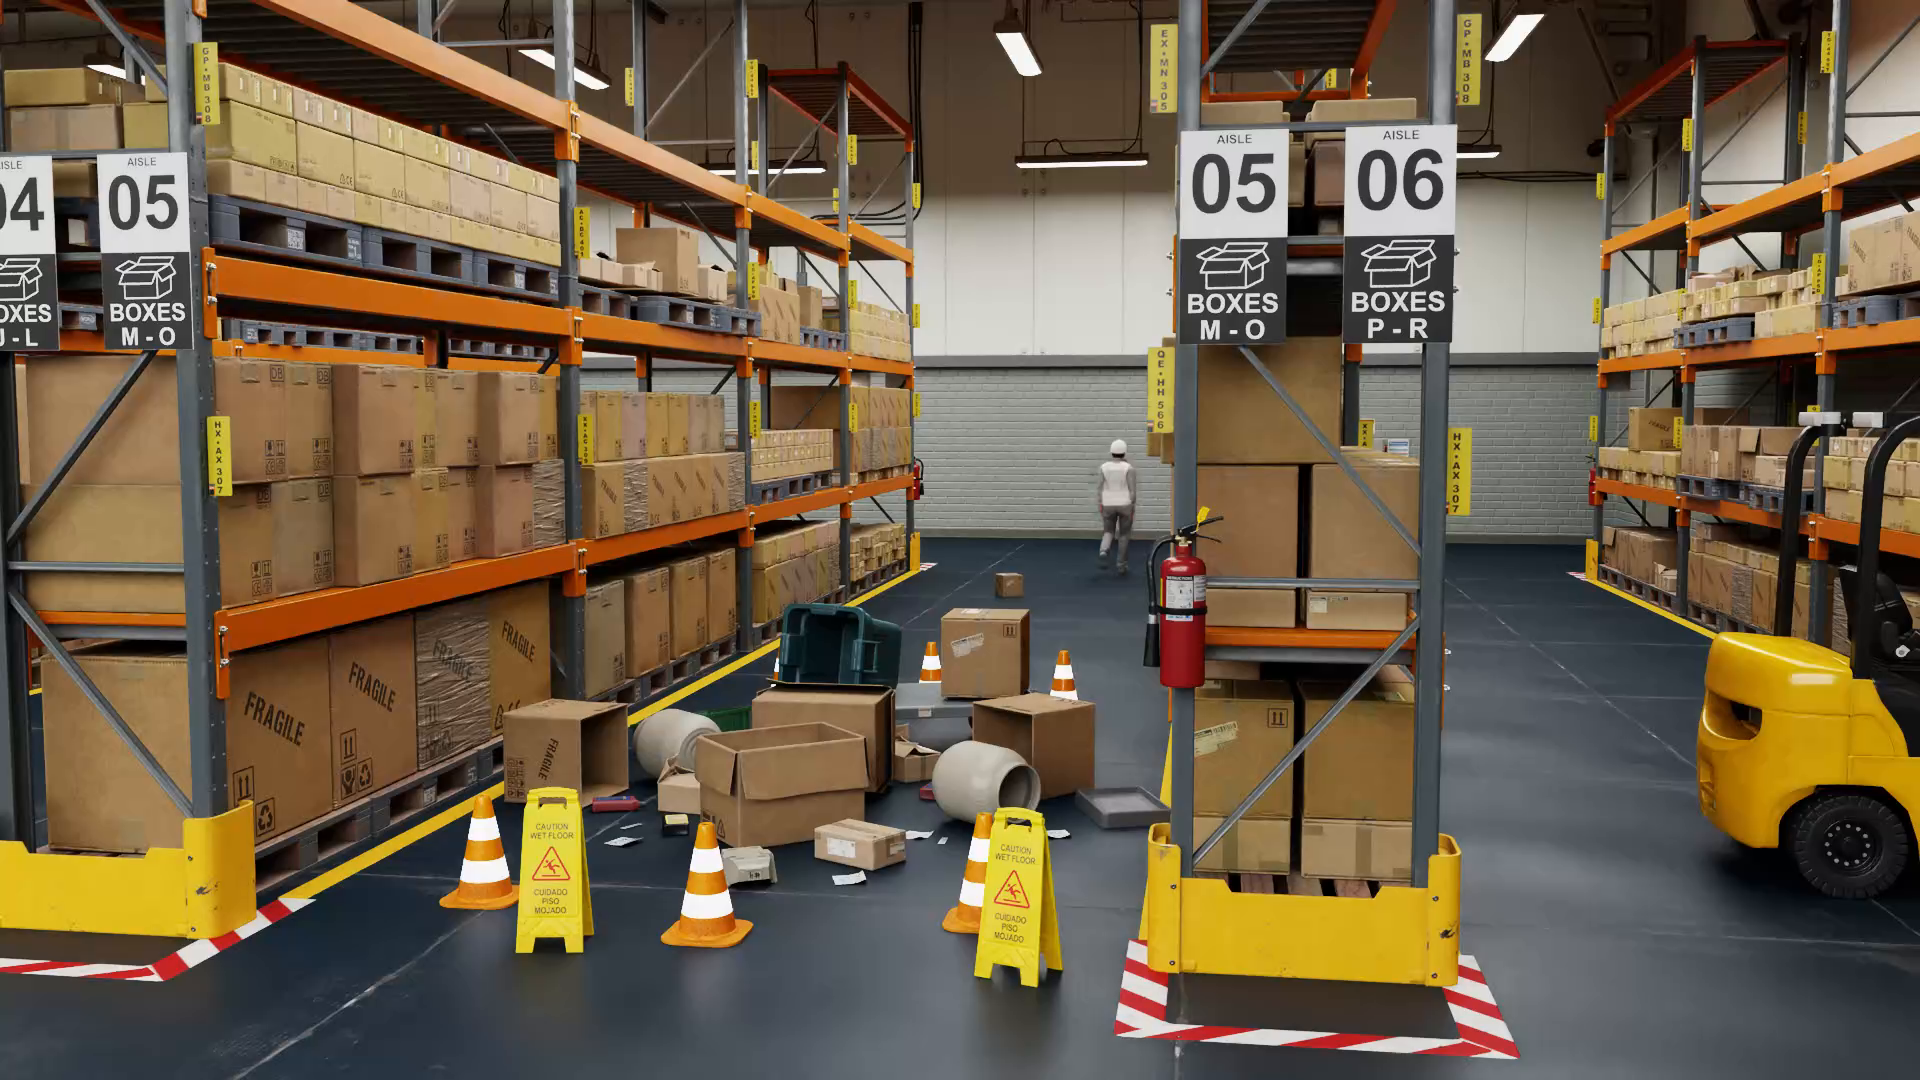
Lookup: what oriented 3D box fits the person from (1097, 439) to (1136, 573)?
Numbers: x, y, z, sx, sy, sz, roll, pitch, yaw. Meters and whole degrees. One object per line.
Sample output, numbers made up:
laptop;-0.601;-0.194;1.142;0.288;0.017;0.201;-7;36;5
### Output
person;2.076;-0.450;22.014;0.534;1.762;0.556;2;5;22
